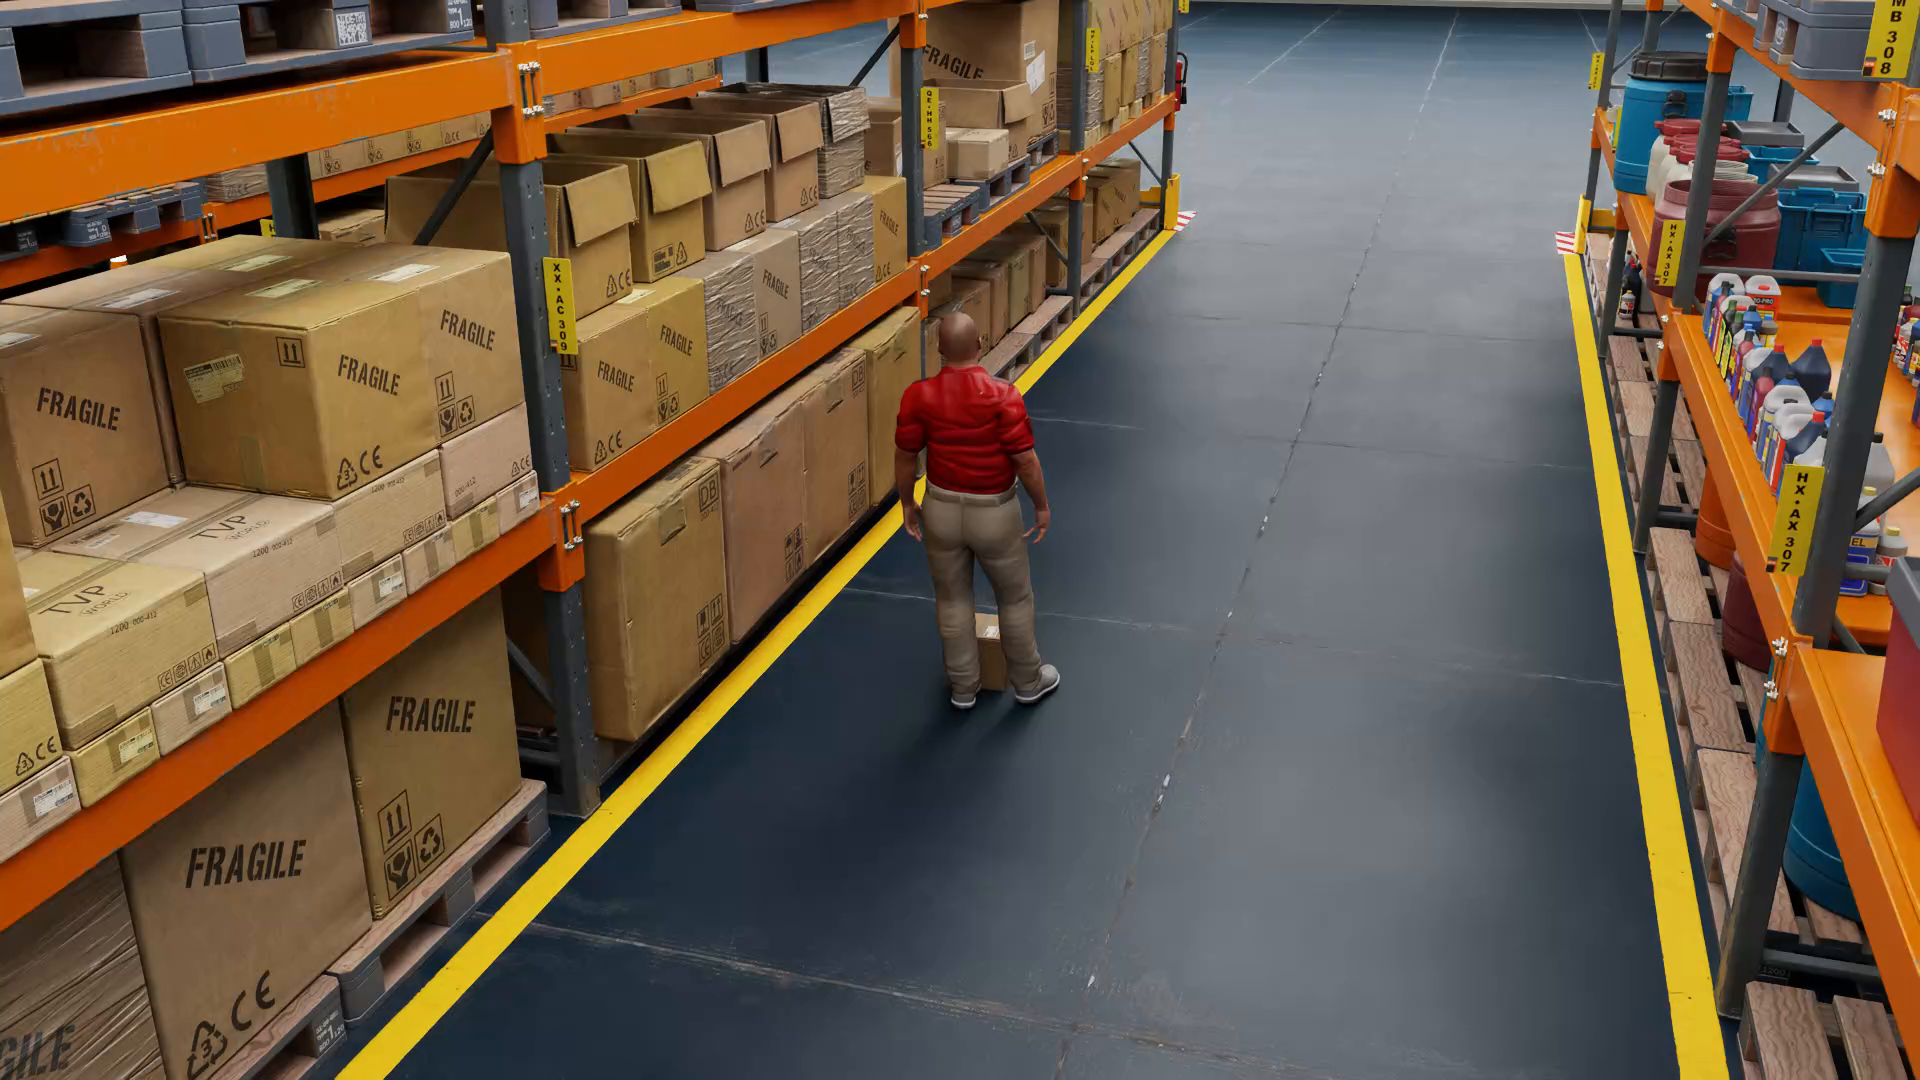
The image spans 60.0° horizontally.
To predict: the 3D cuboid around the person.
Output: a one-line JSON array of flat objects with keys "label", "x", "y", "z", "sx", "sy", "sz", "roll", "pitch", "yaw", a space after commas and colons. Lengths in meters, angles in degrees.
[{"label": "person", "x": 0.078, "y": -0.127, "z": 6.902, "sx": 0.642, "sy": 1.729, "sz": 0.550, "roll": 6, "pitch": 22, "yaw": 14}]
